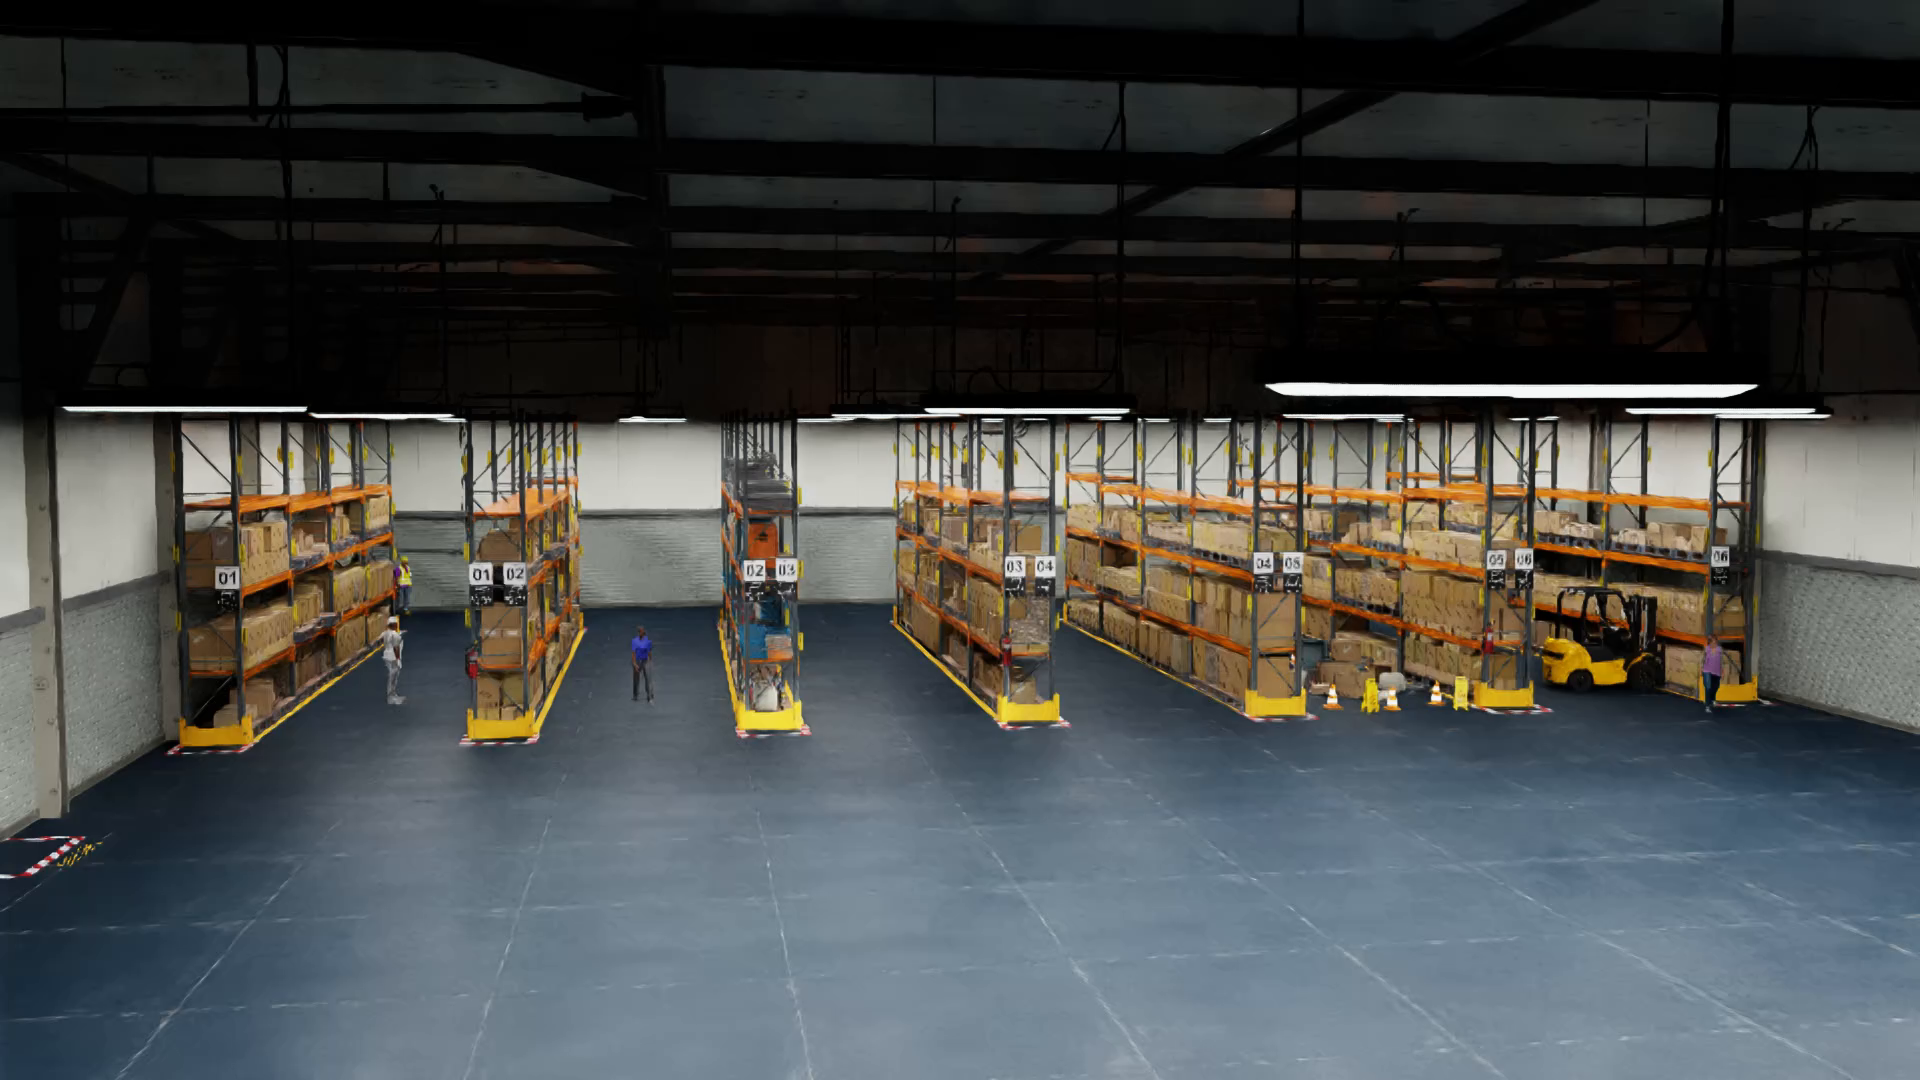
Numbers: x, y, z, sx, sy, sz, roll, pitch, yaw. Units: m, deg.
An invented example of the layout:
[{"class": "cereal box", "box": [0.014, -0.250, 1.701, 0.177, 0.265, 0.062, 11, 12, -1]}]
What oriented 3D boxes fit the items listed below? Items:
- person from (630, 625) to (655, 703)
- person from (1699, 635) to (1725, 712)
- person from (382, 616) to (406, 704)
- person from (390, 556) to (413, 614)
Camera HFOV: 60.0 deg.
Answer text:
[{"class": "person", "box": [-6.538, 2.535, 34.102, 0.443, 1.587, 0.996, -1, 4, -18]}, {"class": "person", "box": [15.012, 2.632, 33.193, 0.461, 1.530, 0.866, 1, 4, 12]}, {"class": "person", "box": [-11.563, 2.440, 34.043, 0.458, 1.783, 0.618, -3, 5, -38]}, {"class": "person", "box": [-16.841, 1.362, 49.992, 0.480, 1.765, 0.727, 3, 5, 33]}]
